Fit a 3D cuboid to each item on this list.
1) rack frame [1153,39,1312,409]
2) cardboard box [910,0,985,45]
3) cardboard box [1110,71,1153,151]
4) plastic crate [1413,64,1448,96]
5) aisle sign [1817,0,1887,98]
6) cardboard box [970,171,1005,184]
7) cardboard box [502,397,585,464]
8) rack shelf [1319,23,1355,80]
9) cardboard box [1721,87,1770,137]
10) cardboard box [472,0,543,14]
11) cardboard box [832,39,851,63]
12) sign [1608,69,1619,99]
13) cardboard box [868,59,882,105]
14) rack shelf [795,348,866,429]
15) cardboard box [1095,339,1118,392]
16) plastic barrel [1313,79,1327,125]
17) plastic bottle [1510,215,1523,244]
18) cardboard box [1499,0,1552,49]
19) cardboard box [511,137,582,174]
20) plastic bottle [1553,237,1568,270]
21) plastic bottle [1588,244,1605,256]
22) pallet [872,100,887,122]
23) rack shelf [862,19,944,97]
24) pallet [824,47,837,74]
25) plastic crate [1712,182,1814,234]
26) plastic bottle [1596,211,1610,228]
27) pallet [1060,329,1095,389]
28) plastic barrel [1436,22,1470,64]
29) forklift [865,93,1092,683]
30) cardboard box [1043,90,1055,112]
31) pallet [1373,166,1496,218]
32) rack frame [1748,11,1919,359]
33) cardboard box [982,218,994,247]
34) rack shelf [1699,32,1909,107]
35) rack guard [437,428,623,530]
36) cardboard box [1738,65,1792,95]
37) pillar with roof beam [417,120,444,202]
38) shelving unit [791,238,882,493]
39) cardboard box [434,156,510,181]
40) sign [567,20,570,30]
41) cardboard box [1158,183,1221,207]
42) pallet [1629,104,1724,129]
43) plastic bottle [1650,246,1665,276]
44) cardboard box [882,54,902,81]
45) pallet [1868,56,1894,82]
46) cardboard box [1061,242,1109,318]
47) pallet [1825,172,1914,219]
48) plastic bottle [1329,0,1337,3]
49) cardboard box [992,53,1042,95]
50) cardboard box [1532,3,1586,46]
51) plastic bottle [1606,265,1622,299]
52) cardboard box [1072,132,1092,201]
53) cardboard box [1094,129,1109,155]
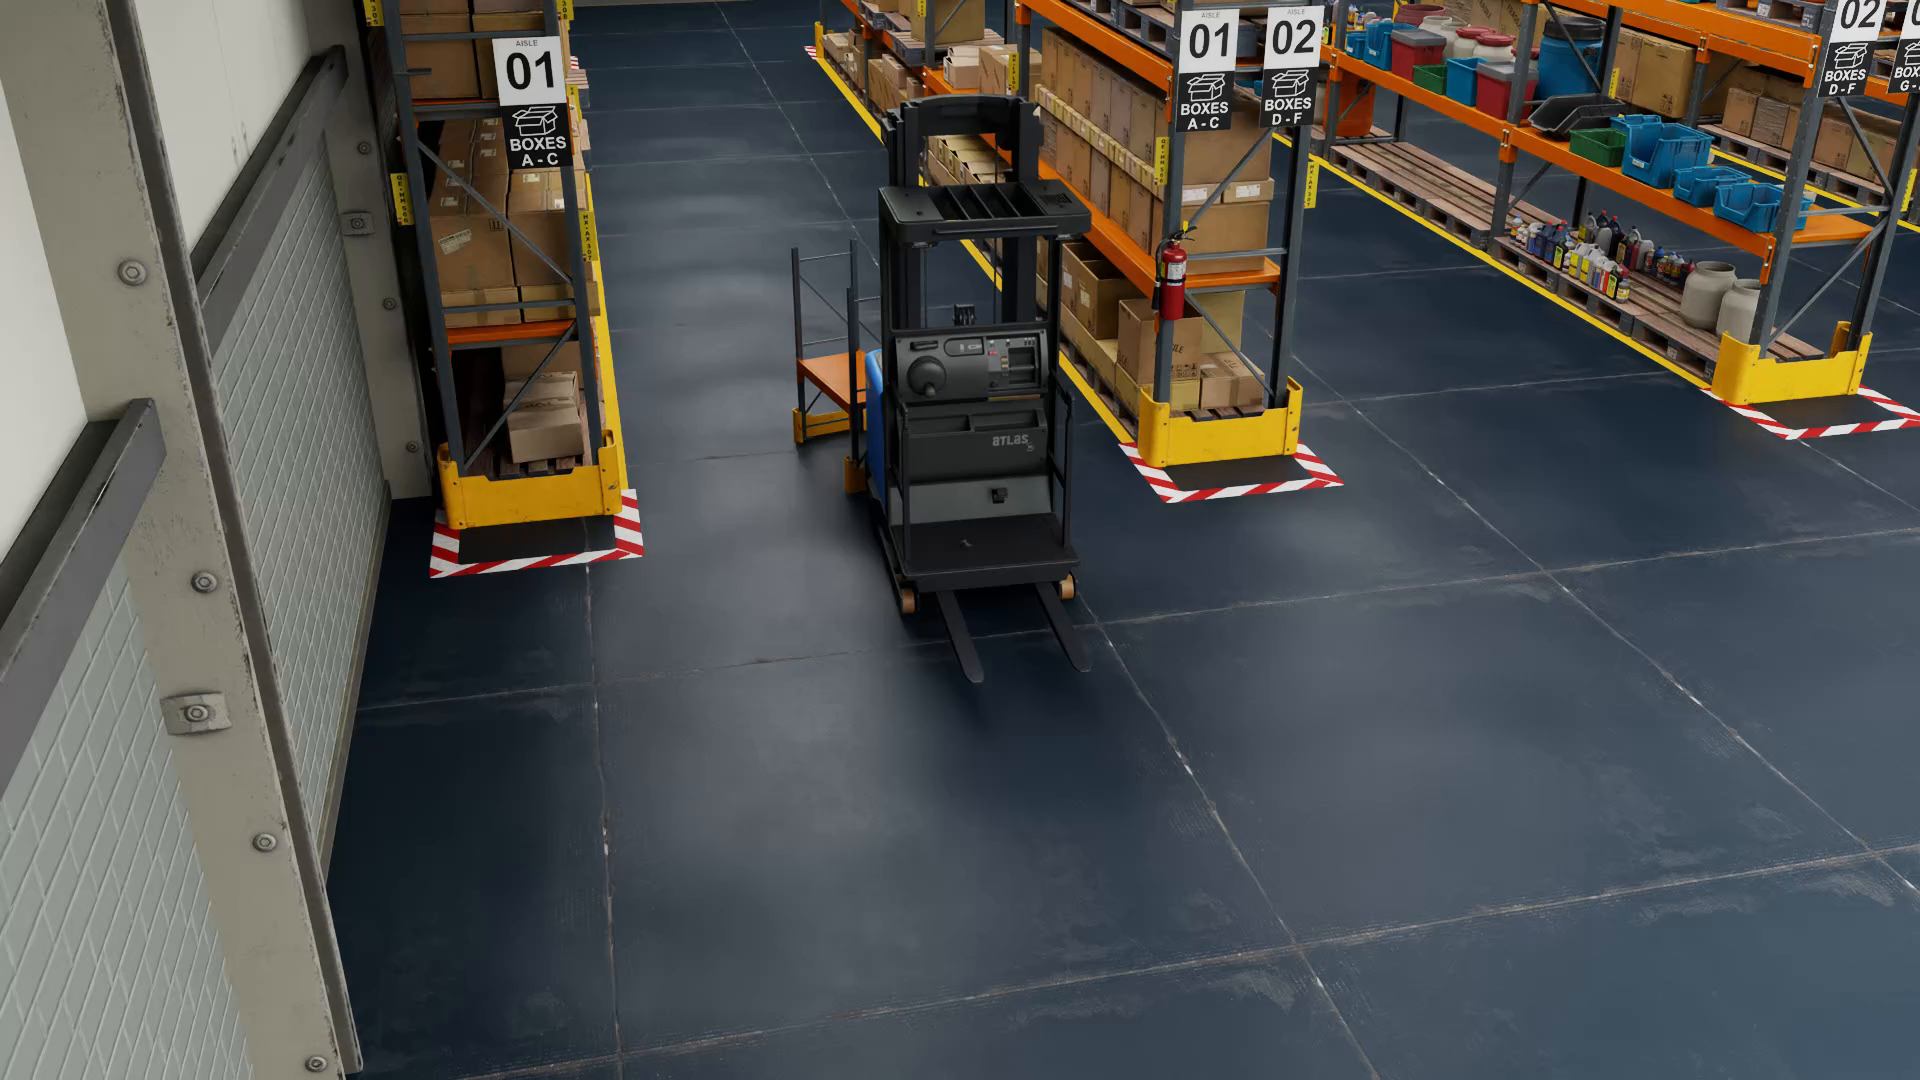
[{"bbox_3d":[1.911,-2.010,11.749,1.000,3.000,0.127,-6,27,-12],"label":"rack frame"},{"bbox_3d":[-0.143,-6.019,19.115,0.700,0.500,0.500,-16,31,-29],"label":"cardboard box"},{"bbox_3d":[1.568,-3.314,12.783,0.700,0.500,0.500,-6,27,-11],"label":"cardboard box"},{"bbox_3d":[5.169,-4.908,17.727,0.450,0.188,0.662,-6,27,-12],"label":"plastic crate"},{"bbox_3d":[6.465,-3.610,12.034,0.394,0.787,0.004,-6,27,-12],"label":"aisle sign"},{"bbox_3d":[0.406,-3.572,16.807,0.500,0.311,0.500,-6,27,-12],"label":"cardboard box"},{"bbox_3d":[-2.982,-0.814,11.876,0.500,0.311,0.500,-9,28,-17],"label":"cardboard box"},{"bbox_3d":[4.484,-6.580,21.602,1.077,0.370,4.000,-6,27,-12],"label":"rack shelf"},{"bbox_3d":[9.931,-5.314,20.582,0.700,0.500,0.500,-7,28,-14],"label":"cardboard box"},{"bbox_3d":[-2.764,-3.538,10.205,0.500,0.500,0.500,-8,28,-15],"label":"cardboard box"},{"bbox_3d":[-1.623,-7.296,24.786,0.500,0.250,0.500,-6,27,-12],"label":"cardboard box"},{"bbox_3d":[6.375,-4.442,16.260,0.100,0.325,0.005,-6,27,-12],"label":"sign"},{"bbox_3d":[-0.921,-6.121,22.181,0.500,0.500,0.500,-7,28,-14],"label":"cardboard box"},{"bbox_3d":[-0.756,-1.109,12.029,0.538,0.185,1.000,-13,29,-23],"label":"rack shelf"},{"bbox_3d":[1.378,-1.393,13.113,0.500,0.250,0.500,-6,27,-12],"label":"cardboard box"},{"bbox_3d":[4.594,-5.552,21.062,0.421,0.512,0.421,0,27,0],"label":"plastic barrel"},{"bbox_3d":[5.481,-3.061,16.372,0.097,0.271,0.097,0,27,0],"label":"plastic bottle"},{"bbox_3d":[8.788,-7.819,25.150,0.875,0.875,0.875,-6,27,-12],"label":"cardboard box"},{"bbox_3d":[-3.069,-2.693,12.414,0.500,0.500,0.500,-5,27,-10],"label":"cardboard box"},{"bbox_3d":[5.653,-2.695,15.633,0.061,0.283,0.133,-5,27,-9],"label":"plastic bottle"},{"bbox_3d":[5.891,-2.608,15.468,0.152,0.276,0.135,-6,27,-12],"label":"plastic bottle"},{"bbox_3d":[-0.573,-5.679,22.115,1.003,0.211,1.213,-6,27,-12],"label":"pallet"},{"bbox_3d":[-0.342,-6.078,20.609,1.077,0.370,4.000,-6,27,-12],"label":"rack shelf"},{"bbox_3d":[-1.497,-7.405,25.534,1.003,0.211,1.213,-6,27,-12],"label":"pallet"},{"bbox_3d":[6.334,-2.634,13.151,0.499,0.251,0.616,-6,27,-12],"label":"plastic crate"},{"bbox_3d":[6.263,-3.027,16.217,0.144,0.351,0.185,-7,28,-13],"label":"plastic bottle"},{"bbox_3d":[1.427,-1.631,14.093,1.003,0.211,1.213,-6,27,-12],"label":"pallet"},{"bbox_3d":[5.470,-5.458,18.457,0.421,0.512,0.421,0,27,0],"label":"plastic barrel"},{"bbox_3d":[0.114,-1.031,9.886,1.130,2.935,3.031,-5,27,-9],"label":"forklift"},{"bbox_3d":[0.938,-3.852,14.568,0.380,0.149,0.250,-6,27,-11],"label":"cardboard box"},{"bbox_3d":[5.343,-3.900,18.588,1.003,0.211,1.213,-6,27,-12],"label":"pallet"},{"bbox_3d":[6.738,-2.511,12.742,1.000,3.000,0.127,-6,27,-12],"label":"rack frame"},{"bbox_3d":[0.522,-3.100,16.496,0.500,0.250,0.500,-6,27,-12],"label":"cardboard box"},{"bbox_3d":[10.211,-5.327,19.119,1.077,0.370,4.000,-6,27,-12],"label":"rack shelf"},{"bbox_3d":[-2.931,-0.422,11.378,1.175,0.500,0.348,-6,27,-12],"label":"rack guard"},{"bbox_3d":[9.941,-5.650,20.415,0.500,0.250,0.500,-5,27,-9],"label":"cardboard box"},{"bbox_3d":[-1.073,-7.474,15.917,9.100,9.000,0.400,-6,27,-12],"label":"pillar with roof beam"},{"bbox_3d":[-0.760,-1.273,11.955,0.587,1.500,1.083,-13,29,-23],"label":"shelving unit"},{"bbox_3d":[-3.452,-2.416,11.865,0.500,0.500,0.500,-7,28,-13],"label":"cardboard box"},{"bbox_3d":[-4.190,-5.558,17.582,0.100,0.325,0.005,-6,27,-12],"label":"sign"},{"bbox_3d":[1.640,-2.492,11.874,0.380,0.149,0.250,-6,27,-12],"label":"cardboard box"},{"bbox_3d":[9.656,-5.635,22.026,1.003,0.211,1.213,-6,27,-12],"label":"pallet"},{"bbox_3d":[6.488,-2.600,15.459,0.097,0.271,0.097,0,27,0],"label":"plastic bottle"},{"bbox_3d":[-0.696,-6.017,21.142,0.500,0.250,0.500,-6,27,-11],"label":"cardboard box"},{"bbox_3d":[10.632,-5.035,17.955,1.003,0.211,1.213,-6,27,-12],"label":"pallet"},{"bbox_3d":[1.149,-2.167,13.813,0.500,0.500,0.500,-6,27,-12],"label":"cardboard box"},{"bbox_3d":[10.485,-3.867,18.523,1.003,0.211,1.213,-6,27,-12],"label":"pallet"},{"bbox_3d":[4.808,-6.903,21.499,0.144,0.351,0.185,-6,27,-12],"label":"plastic bottle"},{"bbox_3d":[0.621,-4.600,16.771,0.500,0.500,0.500,-6,27,-12],"label":"cardboard box"},{"bbox_3d":[9.023,-7.242,24.007,1.225,0.875,0.875,-6,27,-11],"label":"cardboard box"},{"bbox_3d":[5.853,-2.306,14.862,0.061,0.283,0.133,-5,27,-10],"label":"plastic bottle"},{"bbox_3d":[1.350,-3.165,13.926,0.700,0.500,0.500,-6,27,-11],"label":"cardboard box"},{"bbox_3d":[1.288,-3.173,13.223,0.380,0.149,0.250,-6,27,-12],"label":"cardboard box"}]
